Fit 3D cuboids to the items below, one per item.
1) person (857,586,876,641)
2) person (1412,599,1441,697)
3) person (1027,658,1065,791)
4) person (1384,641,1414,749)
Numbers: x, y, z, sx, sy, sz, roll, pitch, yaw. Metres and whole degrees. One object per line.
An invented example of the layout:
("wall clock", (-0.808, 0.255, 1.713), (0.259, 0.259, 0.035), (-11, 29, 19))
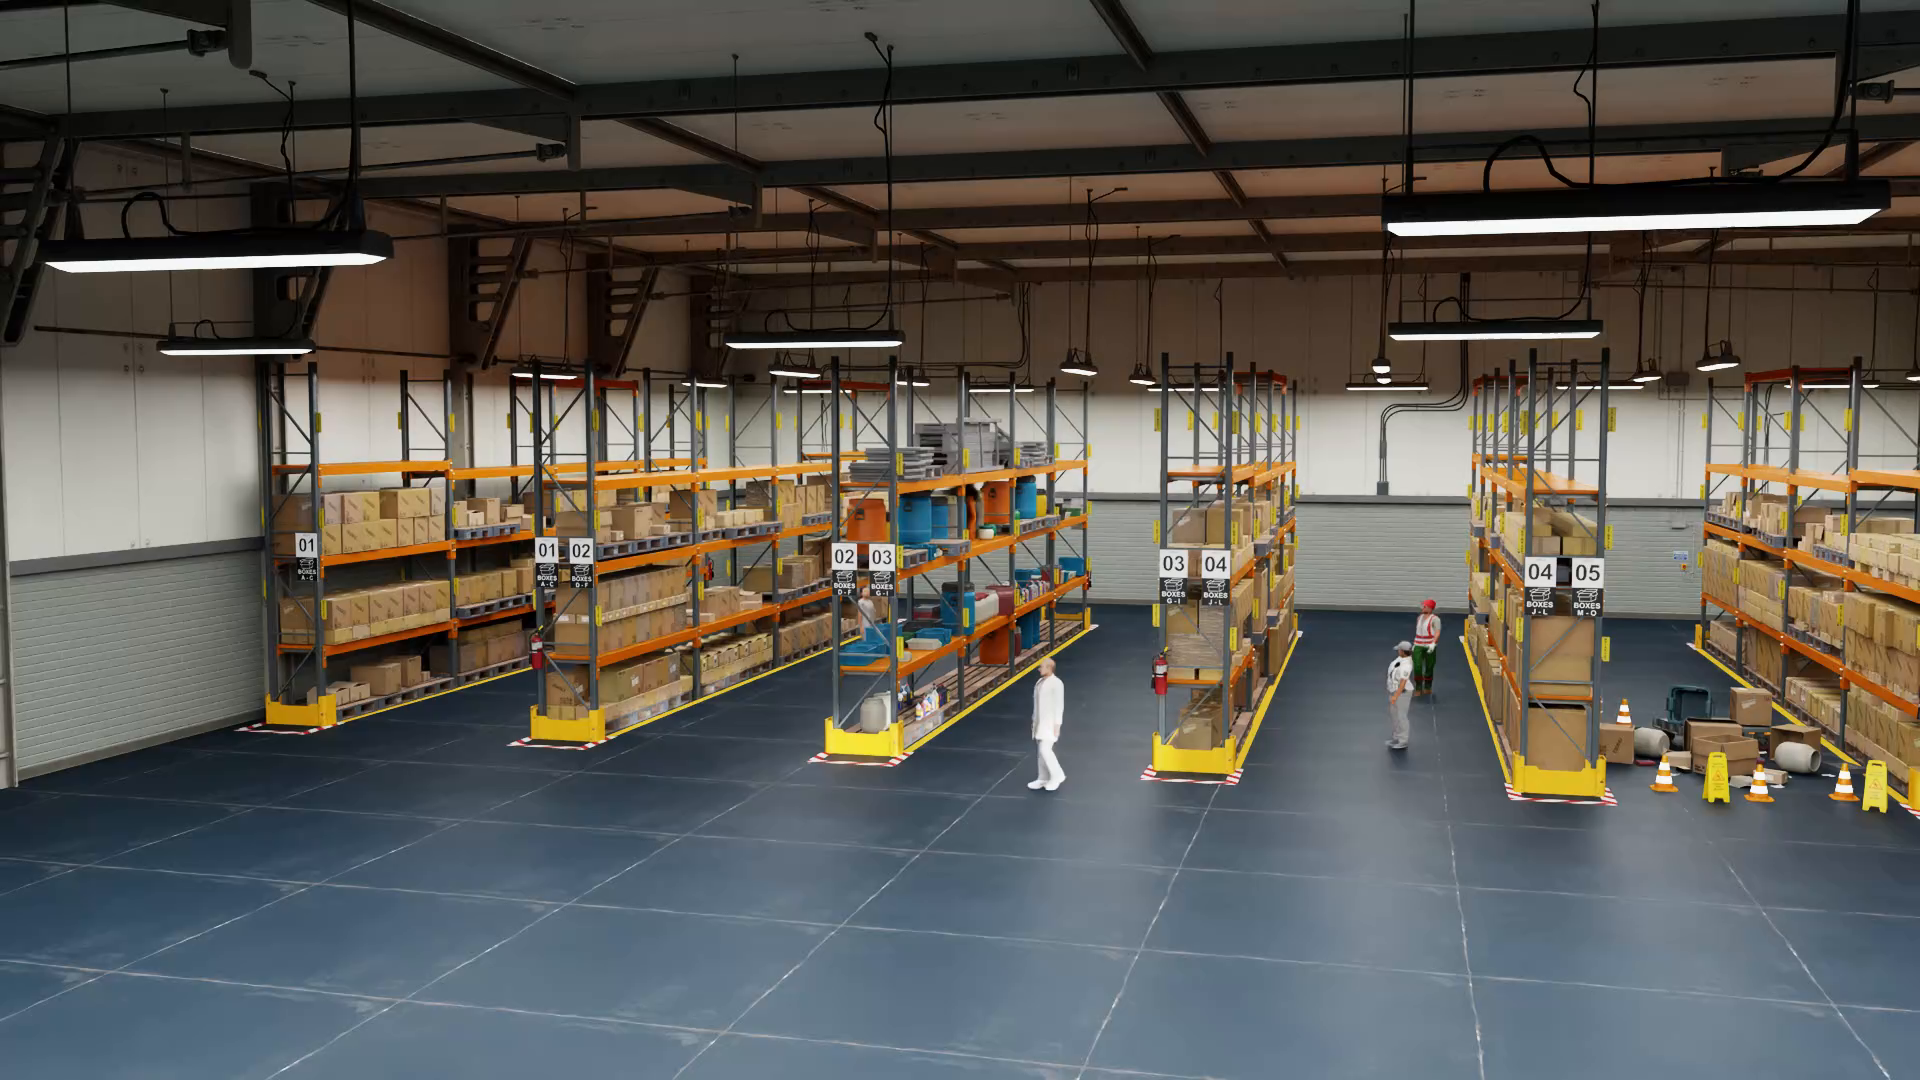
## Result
("person", (-1.841, 1.774, 33.947), (0.539, 1.662, 0.477), (2, 4, 22))
("person", (8.538, 1.984, 30.481), (0.540, 1.808, 0.659), (2, 4, 21))
("person", (1.180, 2.512, 22.715), (0.473, 1.773, 0.630), (-2, 4, -26))
("person", (6.769, 2.377, 25.667), (0.411, 1.665, 0.591), (0, 4, -3))
